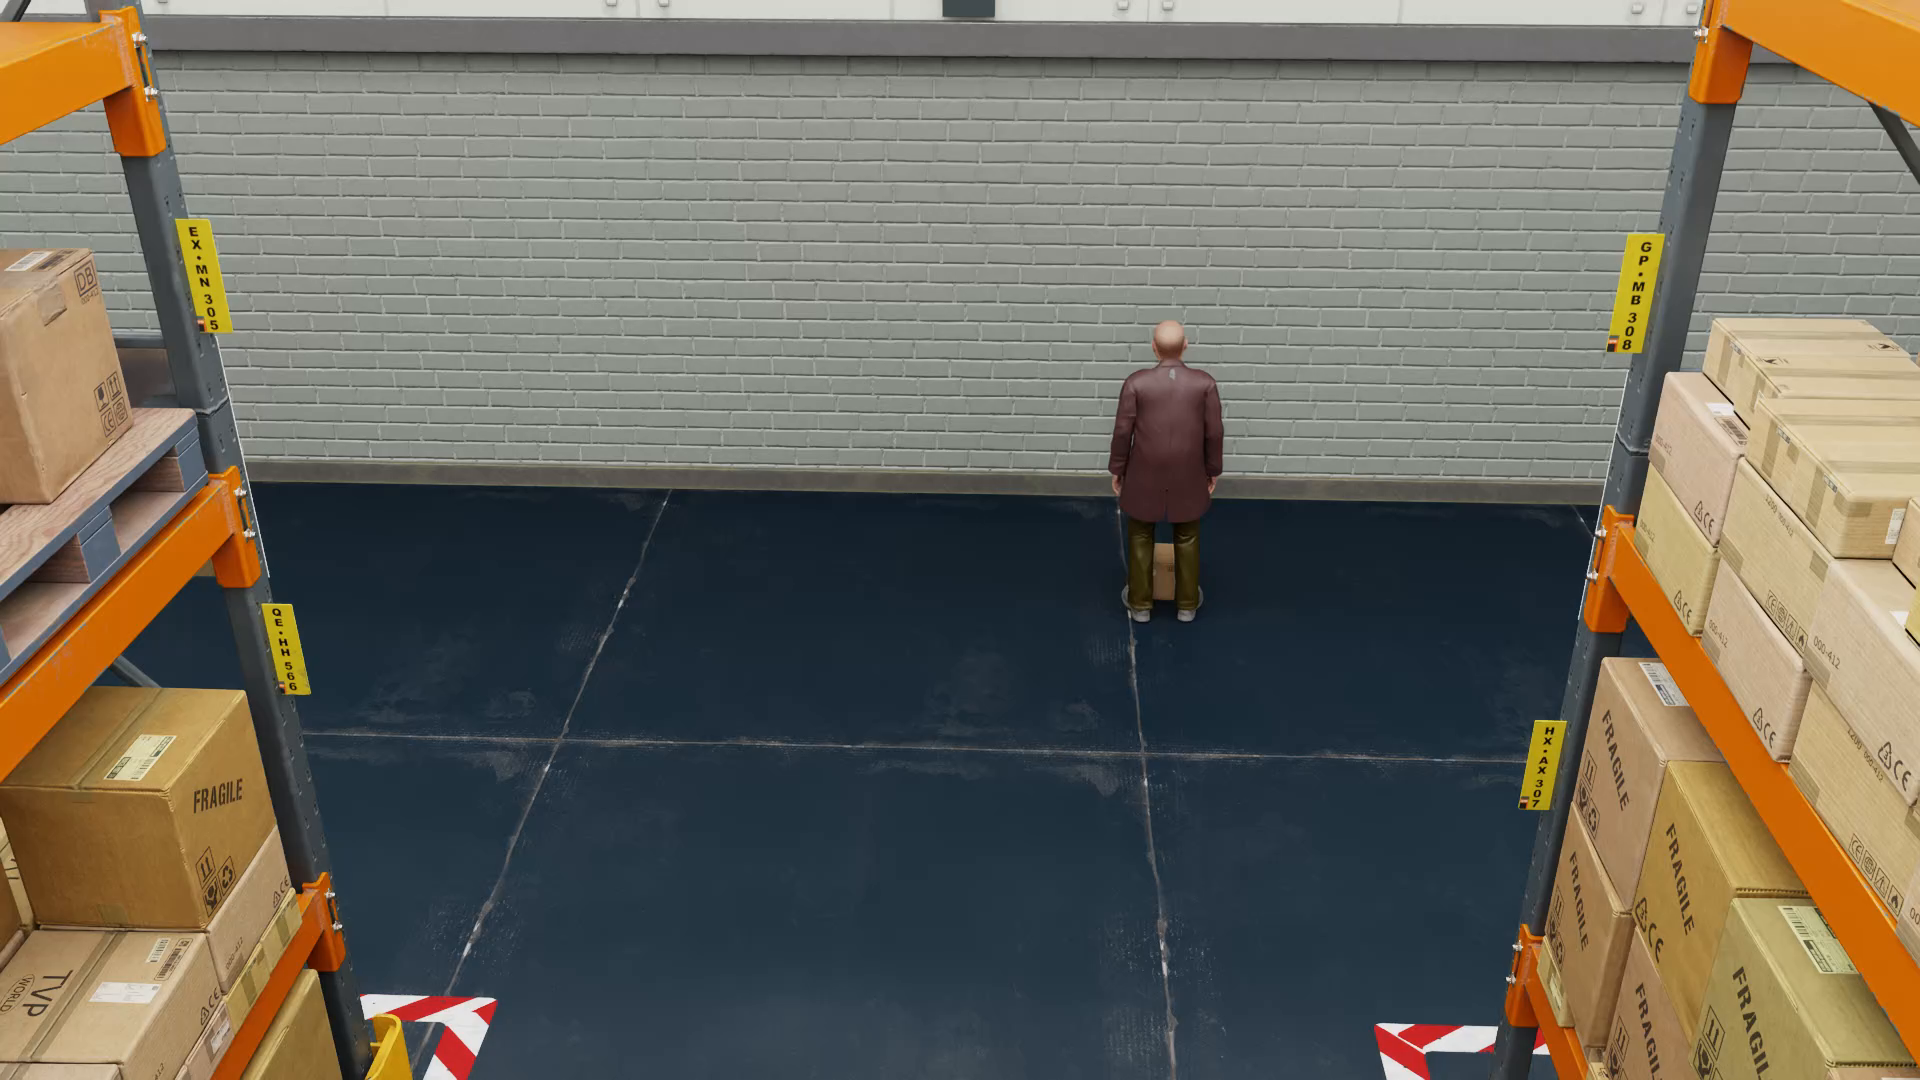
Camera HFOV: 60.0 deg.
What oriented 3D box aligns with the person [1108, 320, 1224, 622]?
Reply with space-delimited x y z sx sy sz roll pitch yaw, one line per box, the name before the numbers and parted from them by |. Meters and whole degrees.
person | 1.154 -0.375 9.354 0.643 1.774 0.420 1 28 2
